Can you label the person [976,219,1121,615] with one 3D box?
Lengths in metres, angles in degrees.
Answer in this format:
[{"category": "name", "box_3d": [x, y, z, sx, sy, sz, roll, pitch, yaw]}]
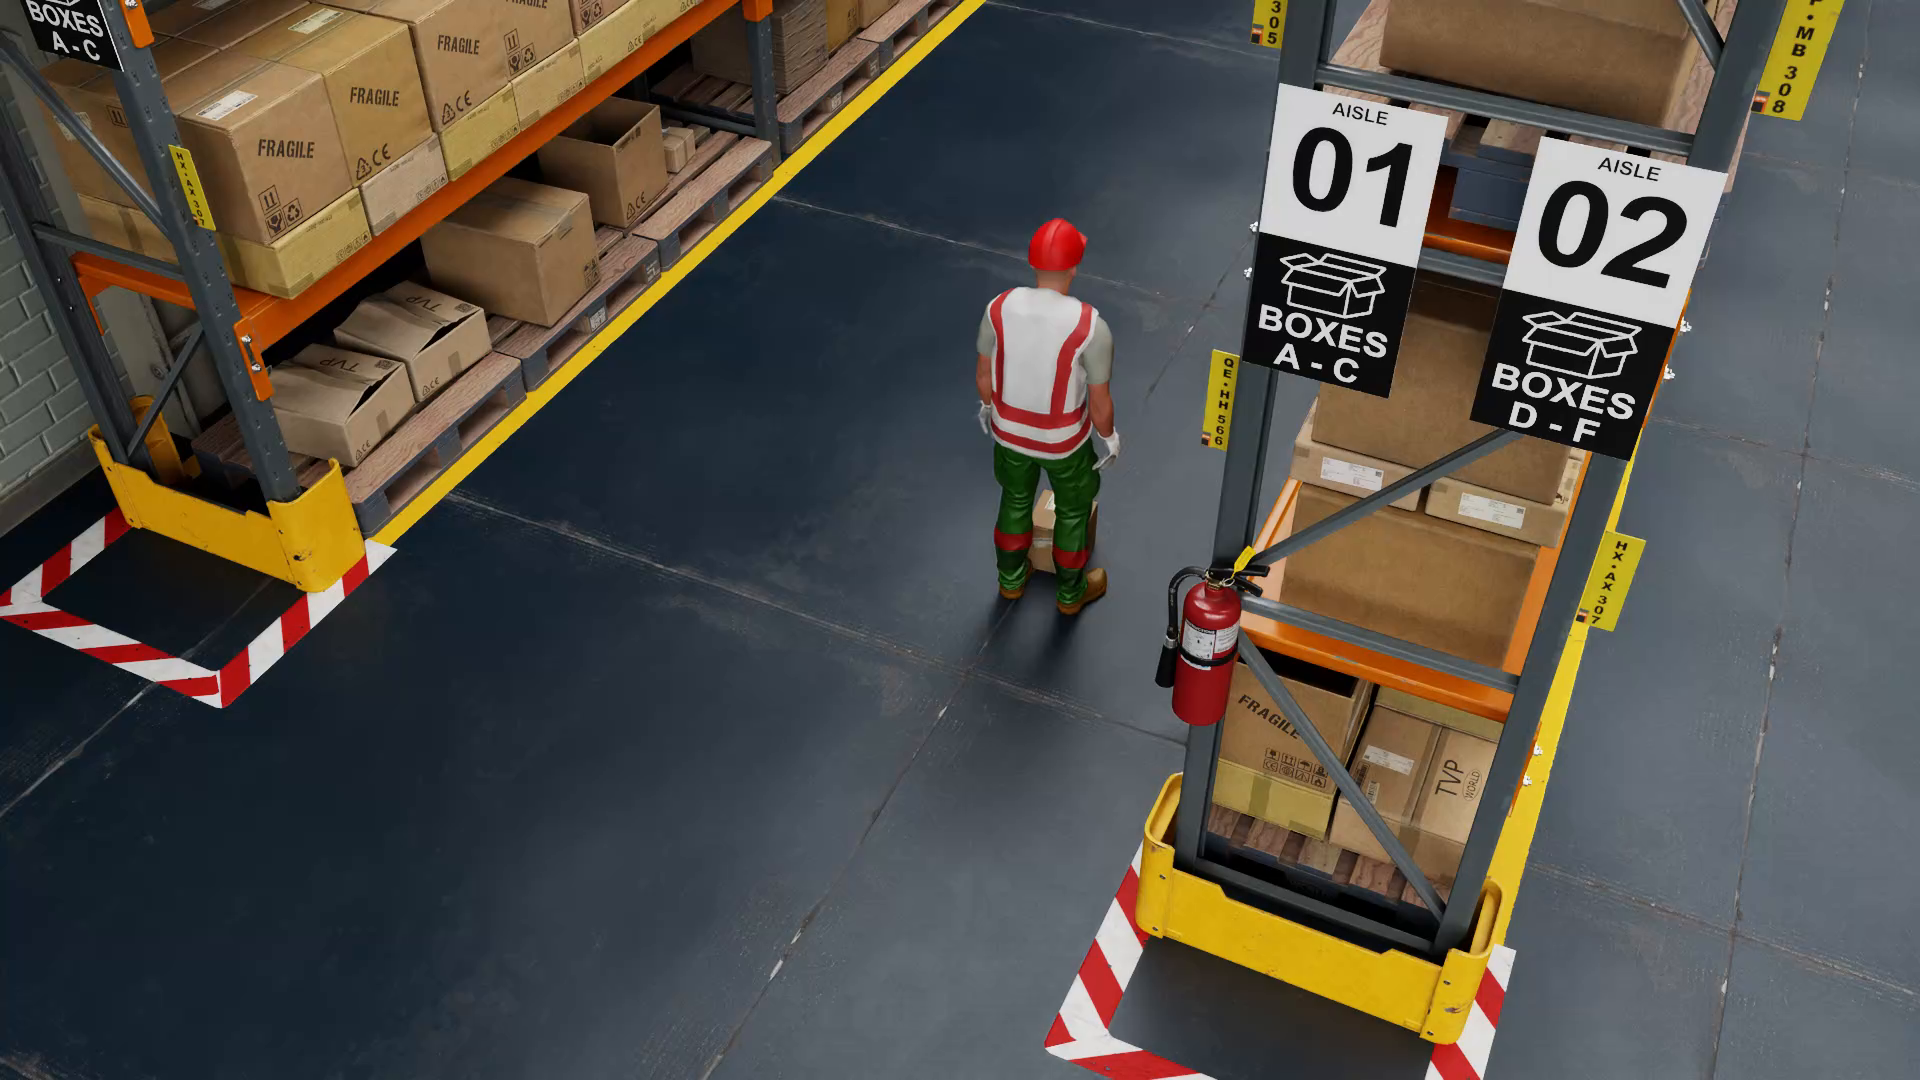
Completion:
[{"category": "person", "box_3d": [0.350, -0.458, 6.665, 0.610, 1.777, 0.448, 18, 45, 19]}]
